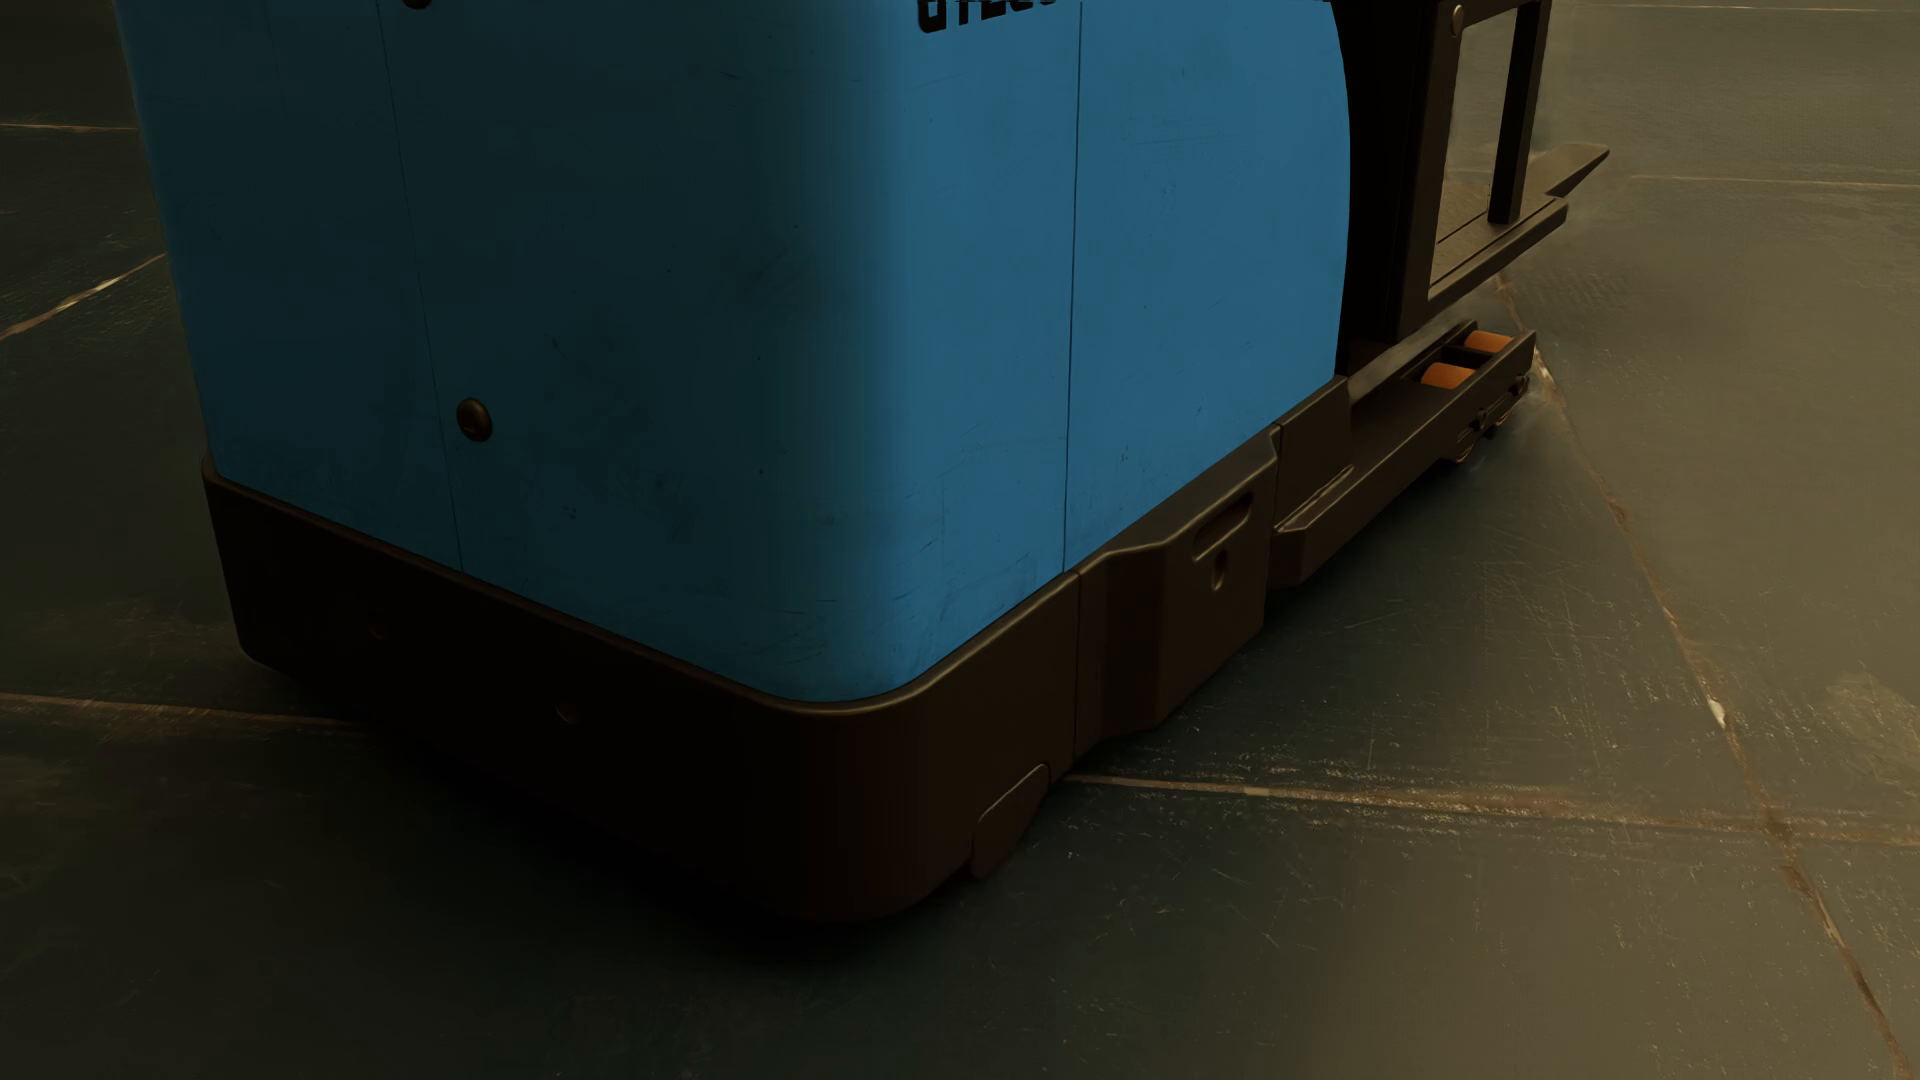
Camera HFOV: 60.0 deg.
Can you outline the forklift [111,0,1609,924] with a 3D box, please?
[{"bbox_3d":[0.343,-1.547,2.318,1.130,2.935,3.031,17,31,31],"label":"forklift"}]
